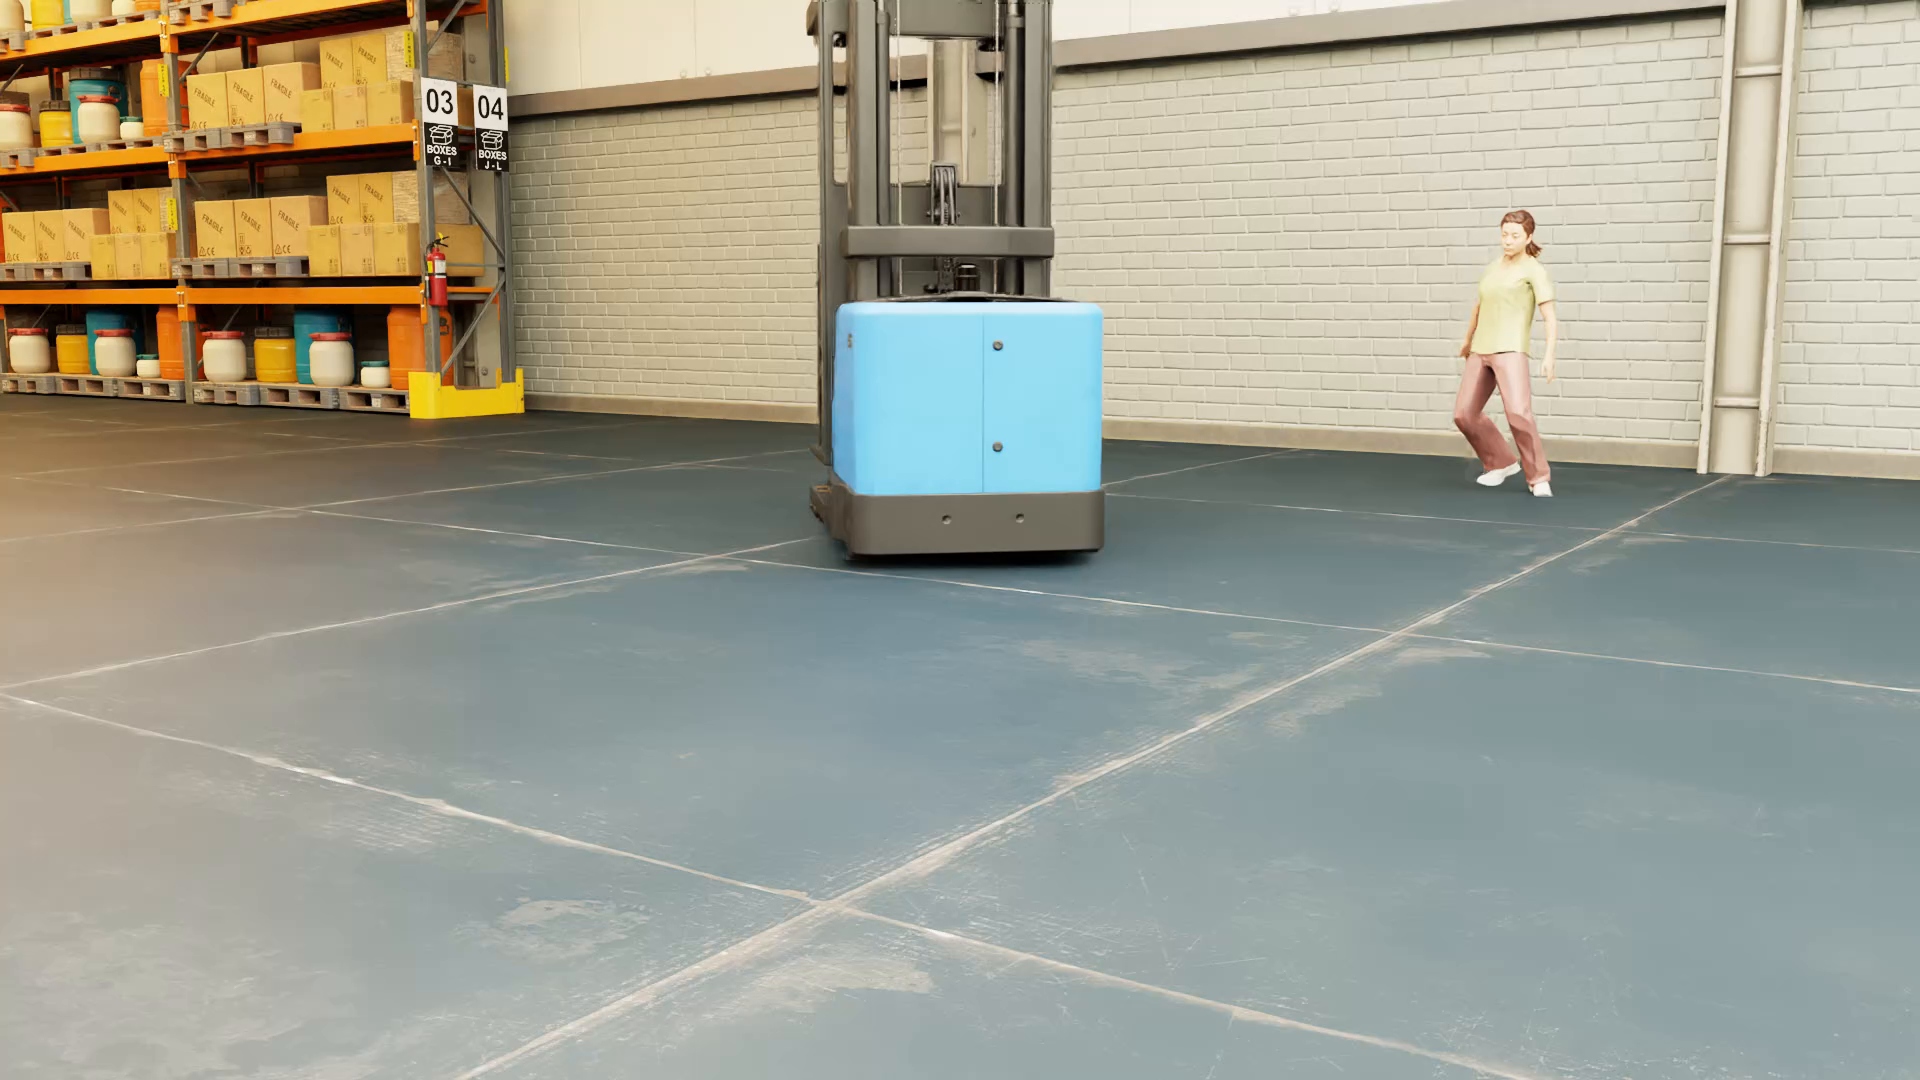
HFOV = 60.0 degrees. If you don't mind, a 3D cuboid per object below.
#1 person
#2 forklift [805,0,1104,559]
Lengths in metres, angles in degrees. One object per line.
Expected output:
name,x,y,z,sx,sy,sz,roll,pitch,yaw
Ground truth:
person,3.162,-1.081,9.563,0.477,1.598,0.813,-4,9,-25
forklift,-0.157,-1.540,8.024,1.130,2.935,3.031,-1,8,-9
